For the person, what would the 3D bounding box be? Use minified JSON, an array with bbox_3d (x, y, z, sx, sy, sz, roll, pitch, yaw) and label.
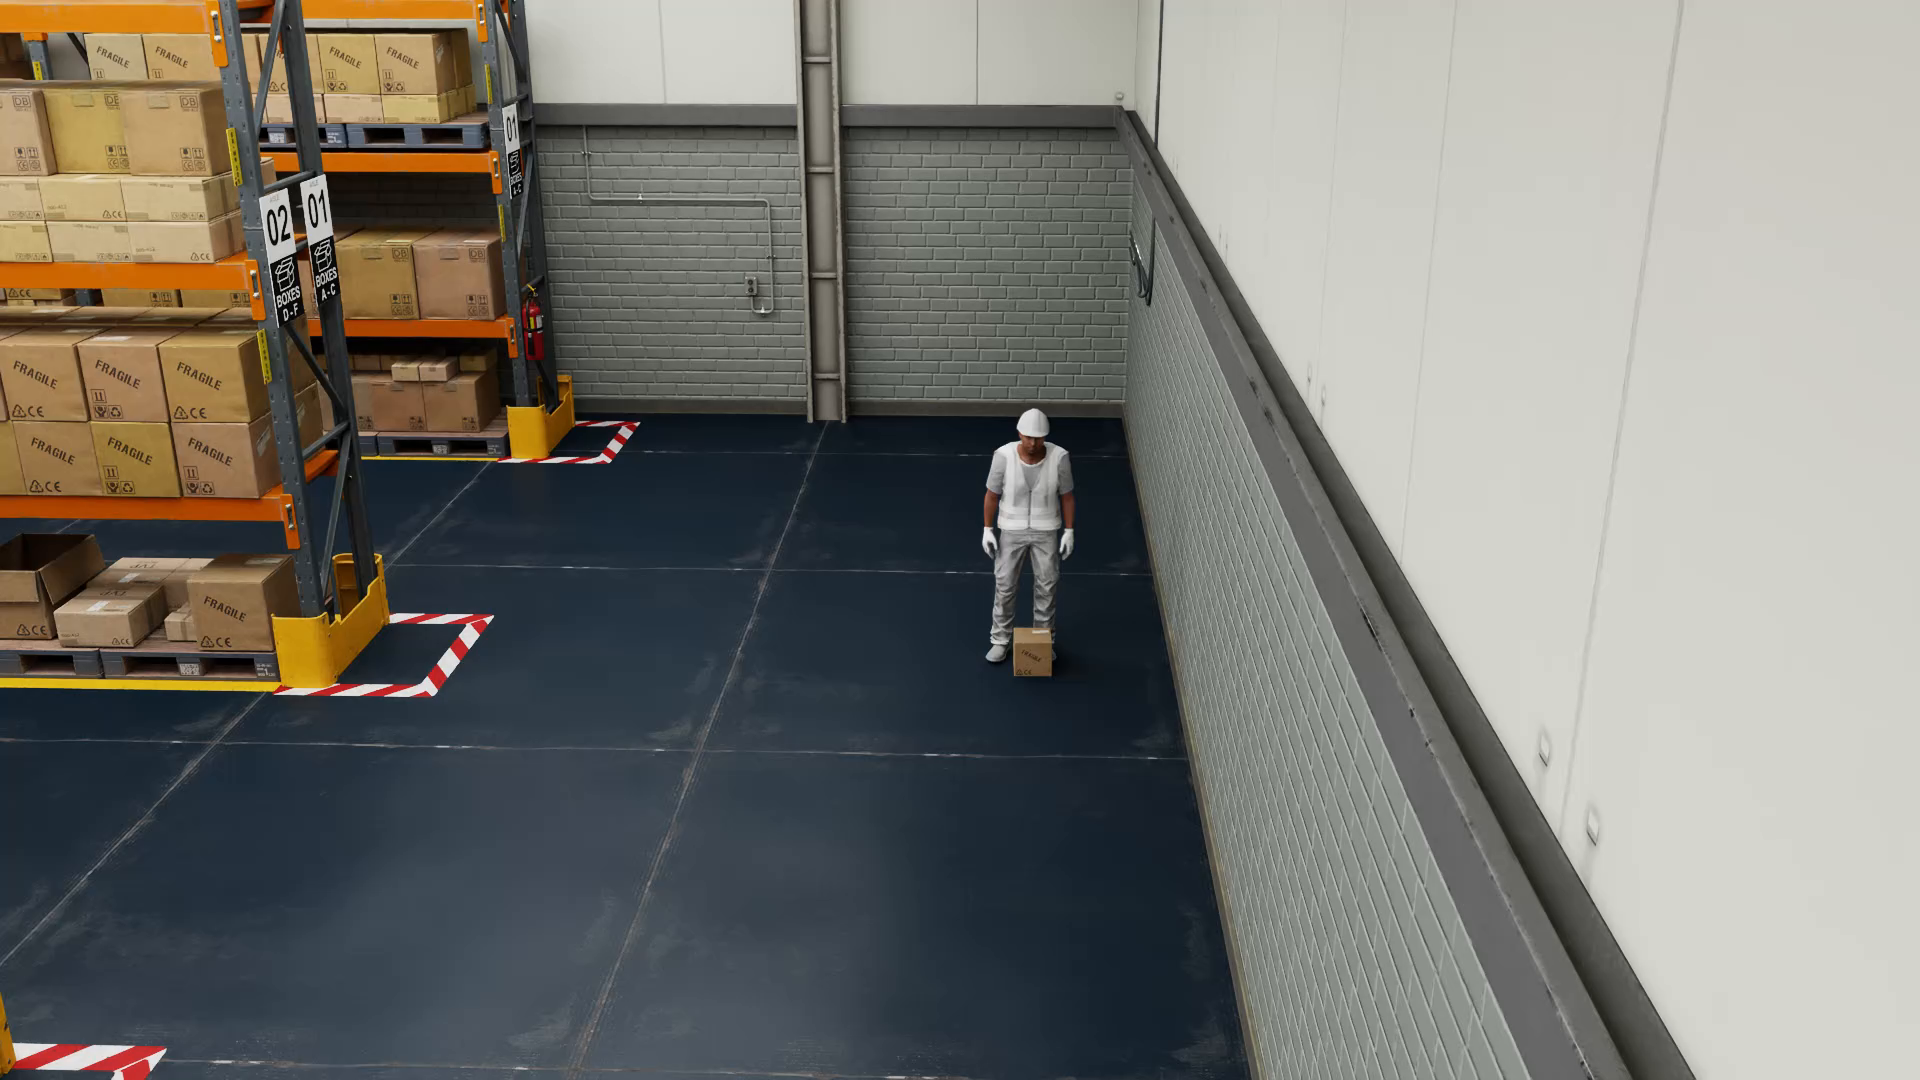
[{"bbox_3d":[0.460,-0.038,11.163,0.616,1.774,0.449,1,21,2],"label":"person"}]
